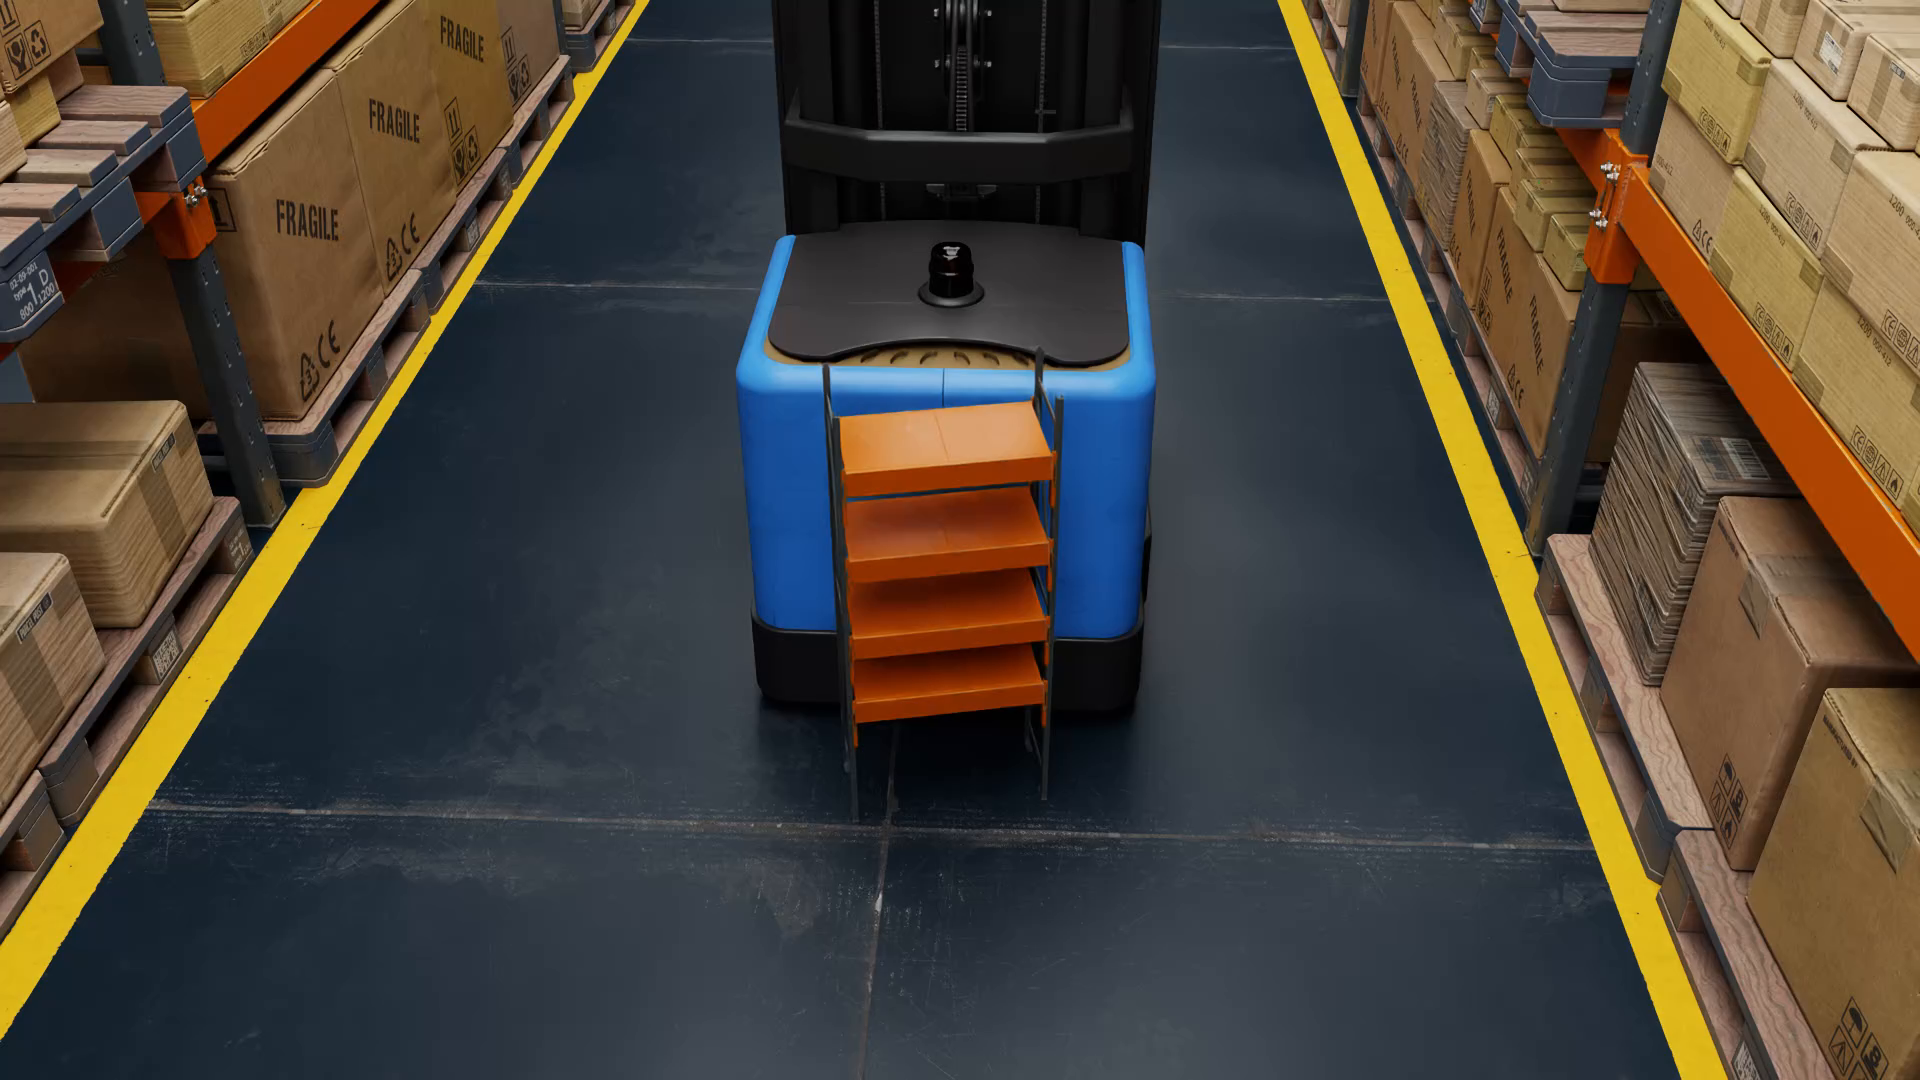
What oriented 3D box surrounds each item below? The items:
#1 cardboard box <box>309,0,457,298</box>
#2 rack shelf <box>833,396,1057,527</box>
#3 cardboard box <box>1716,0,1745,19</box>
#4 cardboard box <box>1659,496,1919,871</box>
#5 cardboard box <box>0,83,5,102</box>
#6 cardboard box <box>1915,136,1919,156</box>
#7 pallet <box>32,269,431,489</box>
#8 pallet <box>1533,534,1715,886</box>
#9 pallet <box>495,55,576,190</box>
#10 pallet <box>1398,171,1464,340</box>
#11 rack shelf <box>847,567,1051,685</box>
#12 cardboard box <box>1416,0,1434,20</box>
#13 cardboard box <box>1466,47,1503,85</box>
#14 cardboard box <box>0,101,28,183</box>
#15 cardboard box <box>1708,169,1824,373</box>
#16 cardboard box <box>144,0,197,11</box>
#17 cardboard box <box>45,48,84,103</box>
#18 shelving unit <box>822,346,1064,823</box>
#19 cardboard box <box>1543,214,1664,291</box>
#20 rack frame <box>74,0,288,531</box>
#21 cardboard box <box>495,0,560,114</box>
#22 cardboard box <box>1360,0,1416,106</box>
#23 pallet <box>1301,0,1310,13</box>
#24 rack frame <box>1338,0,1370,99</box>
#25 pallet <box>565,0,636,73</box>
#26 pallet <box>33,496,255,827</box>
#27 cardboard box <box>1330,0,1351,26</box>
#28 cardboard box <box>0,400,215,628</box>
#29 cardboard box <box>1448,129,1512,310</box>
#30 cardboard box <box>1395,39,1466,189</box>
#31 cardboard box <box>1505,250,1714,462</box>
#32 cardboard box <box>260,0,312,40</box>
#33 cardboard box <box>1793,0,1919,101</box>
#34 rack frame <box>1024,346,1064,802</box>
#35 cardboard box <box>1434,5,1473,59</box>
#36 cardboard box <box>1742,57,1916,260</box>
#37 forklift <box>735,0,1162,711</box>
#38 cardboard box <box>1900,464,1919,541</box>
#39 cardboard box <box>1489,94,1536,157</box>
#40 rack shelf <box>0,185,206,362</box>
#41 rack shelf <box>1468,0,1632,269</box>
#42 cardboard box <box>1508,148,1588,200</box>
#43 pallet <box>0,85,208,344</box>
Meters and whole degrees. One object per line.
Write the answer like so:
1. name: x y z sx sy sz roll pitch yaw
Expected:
1. cardboard box: -2.531 -1.512 6.276 0.875 0.875 0.875 2 35 2
2. rack shelf: -0.042 -0.182 3.781 0.480 0.148 0.258 -5 36 -8
3. cardboard box: 1.971 -1.320 3.868 0.380 0.149 0.250 2 35 3
4. cardboard box: 2.221 0.343 3.853 0.875 0.625 0.625 2 35 3
5. cardboard box: -2.432 -1.072 3.456 0.500 0.500 0.500 1 35 1
6. cardboard box: 1.999 -0.723 3.019 0.380 0.149 0.250 2 35 2
7. pallet: -2.574 -0.613 5.938 1.003 0.211 1.213 1 35 2
8. pallet: 2.206 0.423 4.465 1.003 0.211 1.213 1 35 2
9. pallet: -2.476 -2.015 7.933 1.003 0.211 1.213 1 35 2
10. pallet: 2.398 -1.176 6.740 1.003 0.211 1.213 1 35 2
11. rack shelf: -0.042 0.194 4.047 0.480 0.148 0.258 -5 36 -8
12. cardboard box: 2.226 -2.394 7.292 0.380 0.149 0.250 0 35 -1
13. cardboard box: 2.187 -1.795 6.440 0.380 0.149 0.250 1 35 2
14. cardboard box: -2.363 -0.876 3.741 0.380 0.149 0.250 1 35 1
15. cardboard box: 1.991 -0.591 3.612 0.500 0.250 0.500 1 35 1
16. cardboard box: -2.414 -1.731 4.800 0.500 0.250 0.500 1 35 2
17. cardboard box: -2.459 -1.178 4.170 0.380 0.149 0.250 3 35 4
18. shelving unit: -0.042 0.139 4.008 0.503 1.200 0.258 -5 36 -8
19. cardboard box: 2.045 -0.894 5.158 0.380 0.149 0.250 0 35 0
20. rack frame: -2.681 -1.303 4.495 1.000 3.000 0.127 1 35 2
21. cardboard box: -2.466 -2.545 7.745 0.875 0.875 0.875 2 35 3
22. cardboard box: 2.195 -2.365 7.815 0.500 0.500 0.500 3 35 4
23. pallet: 2.514 -3.445 9.968 1.003 0.211 1.213 1 35 2
24. rack frame: 2.439 -3.488 7.605 1.000 3.000 0.127 1 35 2
25. pallet: -2.412 -2.895 9.186 1.003 0.211 1.213 1 35 2
26. pallet: -2.714 0.287 4.658 1.003 0.211 1.213 1 35 2
27. cardboard box: 2.168 -2.820 8.769 0.380 0.149 0.250 0 35 0
28. cardboard box: -2.714 -0.075 4.668 0.950 0.372 0.625 -1 35 -1
29. cardboard box: 2.130 -1.175 6.122 0.500 0.500 0.500 3 35 4
30. cardboard box: 2.159 -1.772 6.971 0.500 0.500 0.500 0 35 0
31. cardboard box: 2.081 -0.587 5.285 0.500 0.500 0.500 2 35 3
32. cardboard box: -2.407 -1.812 5.350 0.500 0.250 0.500 0 35 1
33. cardboard box: 1.977 -1.018 3.439 0.380 0.149 0.250 2 35 3
34. rack frame: 0.199 0.116 4.040 0.015 1.200 0.240 -5 36 -8
35. cardboard box: 2.181 -2.094 6.865 0.380 0.149 0.250 1 35 2
36. cardboard box: 1.995 -0.796 3.470 0.500 0.250 0.500 2 35 3
37. forklift: 0.029 -1.561 4.922 1.130 2.935 3.031 2 35 2
38. cardboard box: 1.955 0.004 2.767 0.500 0.250 0.500 2 35 3
39. cardboard box: 2.145 -1.496 6.014 0.380 0.149 0.250 1 35 1
40. rack shelf: -2.762 0.141 3.067 1.077 0.370 4.000 1 35 2
41. rack shelf: 2.359 -2.045 6.176 1.077 0.370 4.000 1 35 2
42. cardboard box: 2.080 -1.202 5.596 0.380 0.149 0.250 0 35 0
43. pallet: -2.604 -0.812 3.964 1.213 0.211 1.003 1 35 2
